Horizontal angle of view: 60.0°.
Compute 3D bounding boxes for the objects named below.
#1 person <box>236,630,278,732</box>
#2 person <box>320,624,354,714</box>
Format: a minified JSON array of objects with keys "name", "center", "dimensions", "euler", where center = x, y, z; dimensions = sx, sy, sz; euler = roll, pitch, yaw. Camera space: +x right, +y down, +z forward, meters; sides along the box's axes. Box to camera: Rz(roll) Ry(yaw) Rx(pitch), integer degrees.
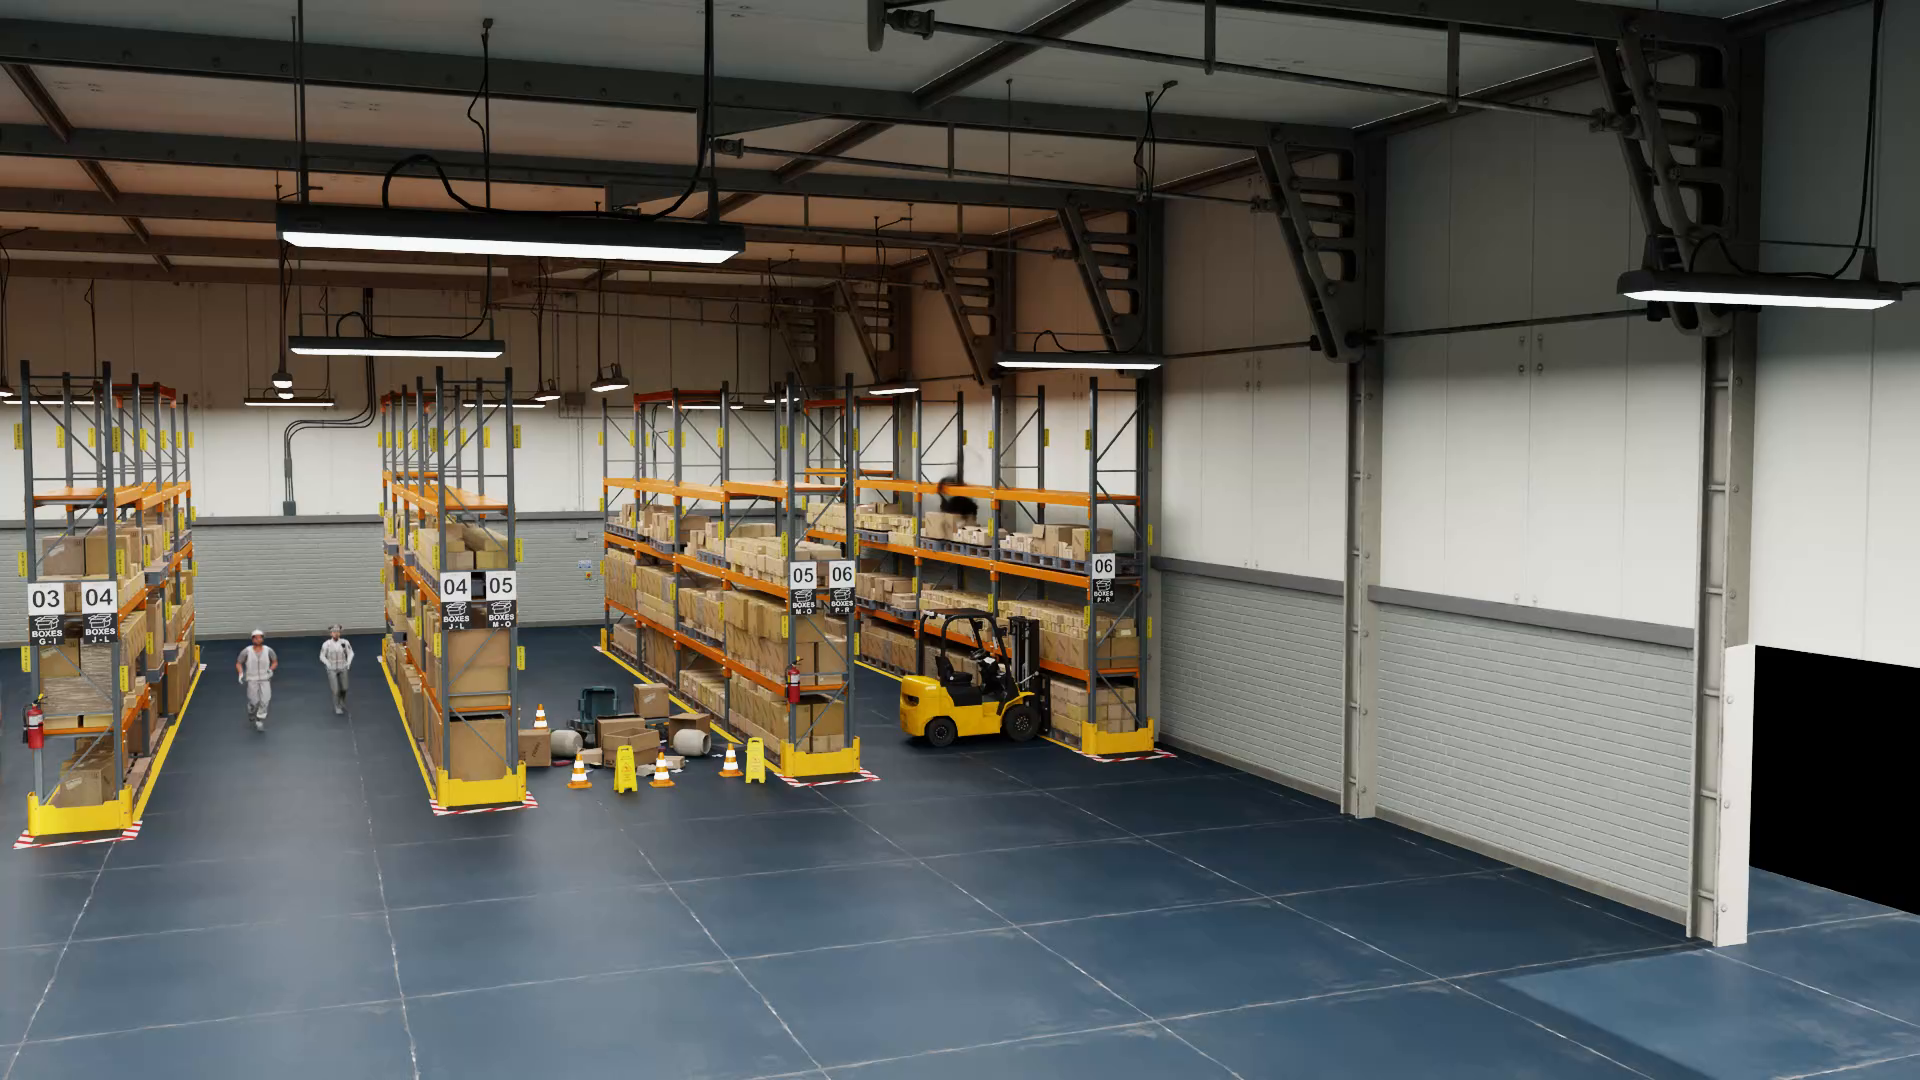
[{"name":"person","center":[-12.063,2.416,28.594],"dimensions":[0.658,1.738,0.601],"euler":[-2,4,-31]},{"name":"person","center":[-11.334,2.352,30.281],"dimensions":[0.592,1.651,0.519],"euler":[-2,4,-25]}]
